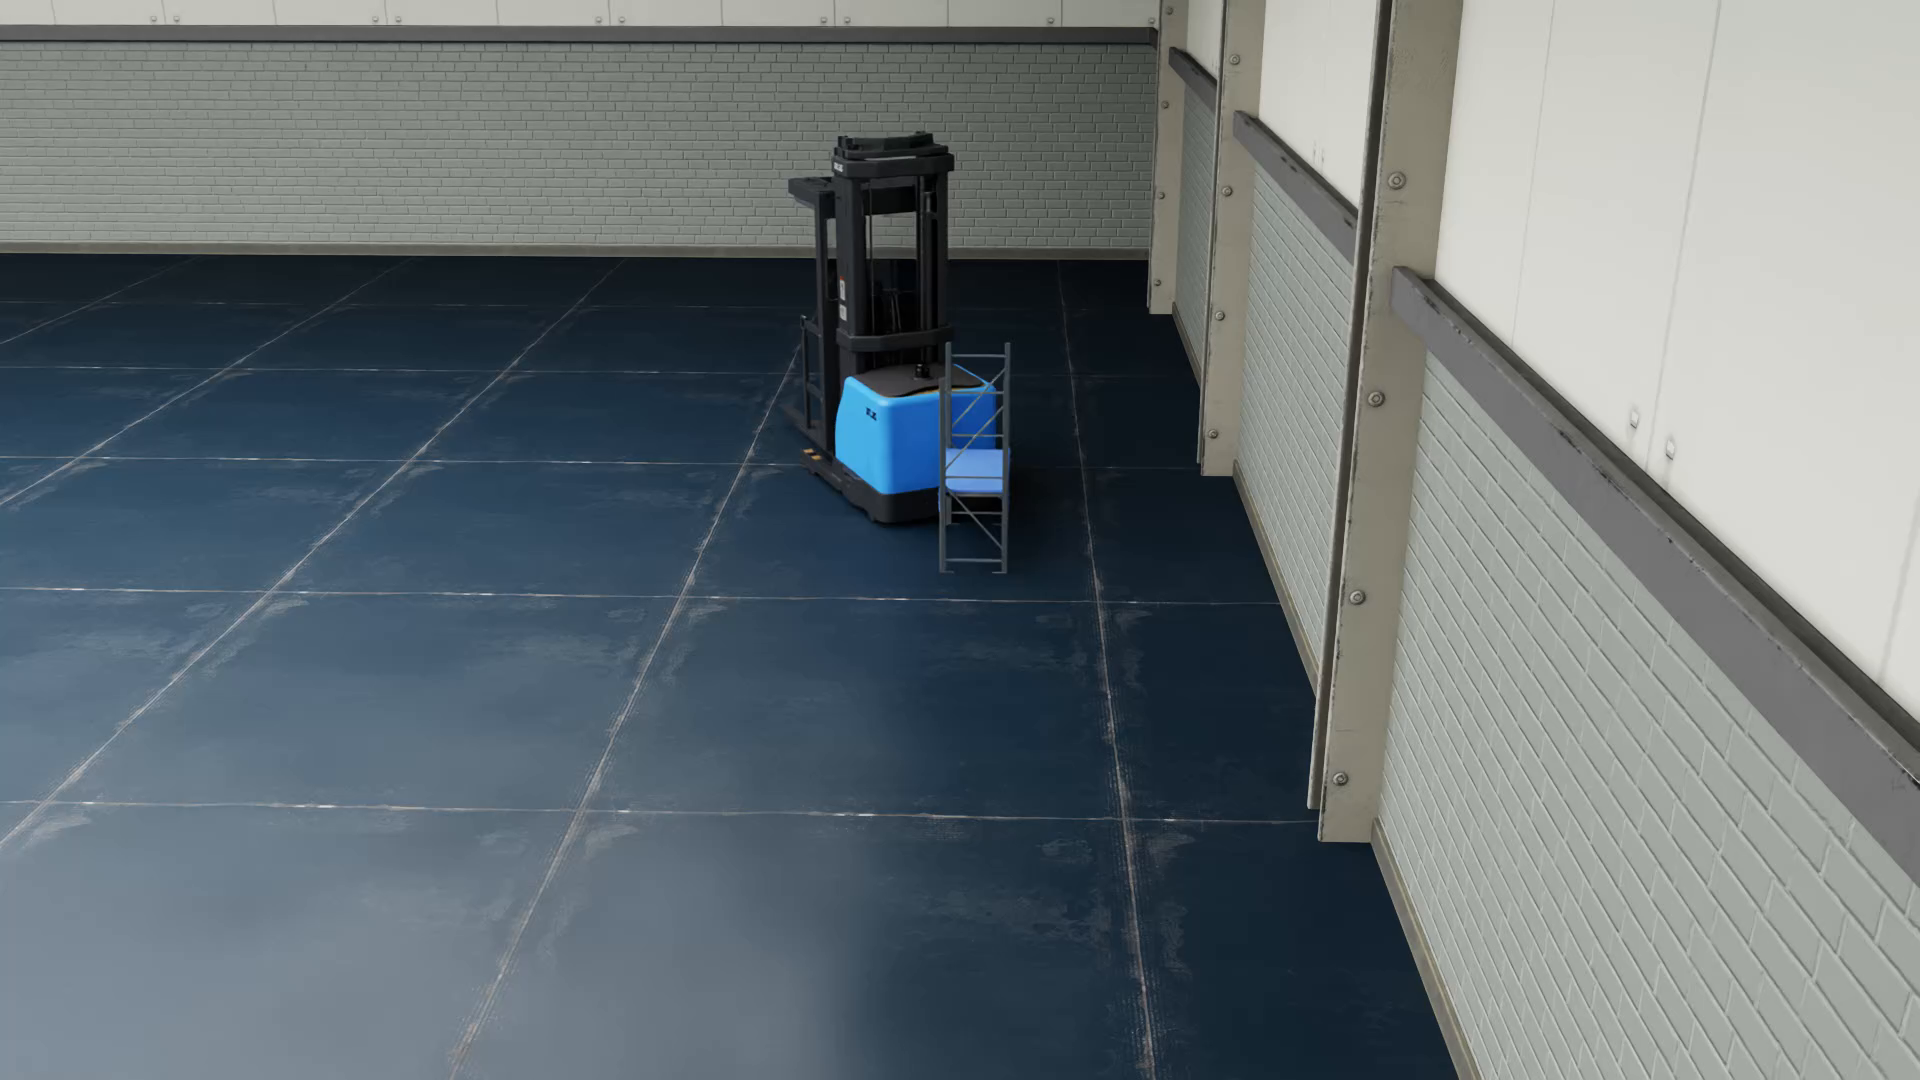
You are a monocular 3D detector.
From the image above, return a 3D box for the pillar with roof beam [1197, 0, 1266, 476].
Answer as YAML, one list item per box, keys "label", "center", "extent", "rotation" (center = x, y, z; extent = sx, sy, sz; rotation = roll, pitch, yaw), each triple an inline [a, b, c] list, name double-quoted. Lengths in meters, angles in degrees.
- label: "pillar with roof beam"
  center: [-2.042, -4.872, 13.146]
  extent: [9.100, 9.000, 0.400]
  rotation: [1, 21, 2]

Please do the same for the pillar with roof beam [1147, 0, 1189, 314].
- label: "pillar with roof beam"
  center: [-1.860, -7.042, 18.737]
  extent: [9.100, 9.000, 0.400]
  rotation: [1, 21, 2]

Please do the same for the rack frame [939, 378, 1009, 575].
- label: "rack frame"
  center: [0.102, -0.451, 12.117]
  extent: [0.500, 1.500, 0.032]
  rotation: [1, 21, 2]

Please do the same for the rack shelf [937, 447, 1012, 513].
- label: "rack shelf"
  center: [0.121, -0.467, 12.656]
  extent: [0.538, 0.185, 1.000]
  rotation: [1, 21, 2]

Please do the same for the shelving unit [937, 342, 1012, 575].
- label: "shelving unit"
  center: [0.121, -0.634, 12.591]
  extent: [0.538, 1.500, 1.048]
  rotation: [1, 21, 2]

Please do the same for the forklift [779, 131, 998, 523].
- label: "forklift"
  center: [-0.769, -1.997, 14.124]
  extent: [1.130, 2.935, 3.031]
  rotation: [-9, 23, -23]

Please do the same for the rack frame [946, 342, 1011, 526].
- label: "rack frame"
  center: [0.140, -0.818, 13.064]
  extent: [0.500, 1.500, 0.032]
  rotation: [1, 21, 2]

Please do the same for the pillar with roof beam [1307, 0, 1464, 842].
- label: "pillar with roof beam"
  center: [-2.225, -2.703, 7.554]
  extent: [9.100, 9.000, 0.400]
  rotation: [1, 21, 2]
